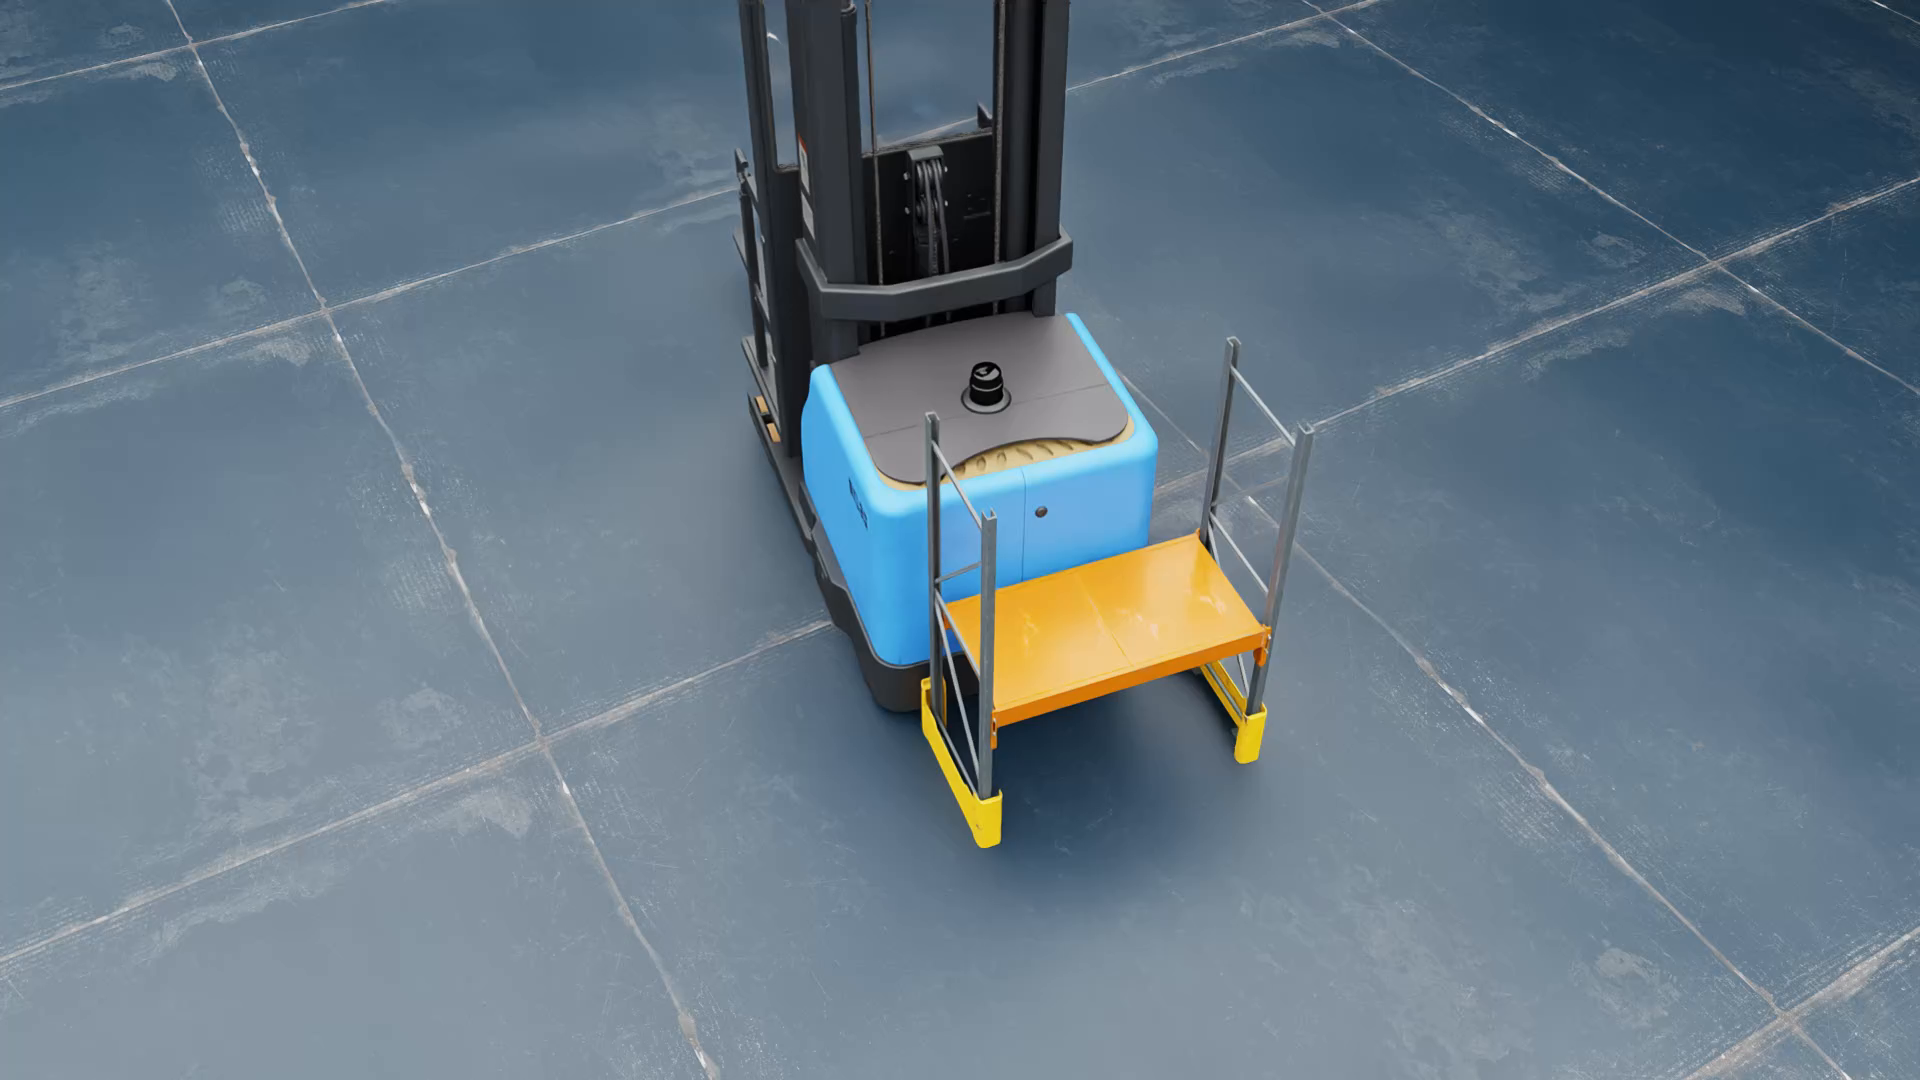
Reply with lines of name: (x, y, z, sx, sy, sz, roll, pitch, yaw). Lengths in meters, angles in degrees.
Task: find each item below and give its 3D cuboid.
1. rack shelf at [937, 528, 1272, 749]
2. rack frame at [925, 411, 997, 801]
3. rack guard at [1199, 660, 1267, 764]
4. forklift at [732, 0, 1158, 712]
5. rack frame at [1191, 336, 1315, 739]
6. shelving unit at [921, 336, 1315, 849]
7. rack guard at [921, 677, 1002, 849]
rack shelf: (0.473, 0.317, 5.605, 1.000, 0.185, 0.538, -15, 46, -15)
rack frame: (0.000, 0.317, 5.347, 0.032, 1.500, 0.500, -15, 46, -15)
rack guard: (0.928, 0.512, 6.043, 0.087, 0.250, 0.587, -15, 46, -15)
forklift: (-0.275, -1.474, 6.165, 1.130, 2.935, 3.031, -14, 46, -14)
rack frame: (0.947, 0.059, 5.613, 0.032, 1.500, 0.500, -15, 46, -15)
shelving unit: (0.465, 0.190, 5.477, 1.083, 1.500, 0.587, -15, 46, -15)
rack guard: (0.001, 0.765, 5.782, 0.087, 0.250, 0.587, -15, 46, -15)
